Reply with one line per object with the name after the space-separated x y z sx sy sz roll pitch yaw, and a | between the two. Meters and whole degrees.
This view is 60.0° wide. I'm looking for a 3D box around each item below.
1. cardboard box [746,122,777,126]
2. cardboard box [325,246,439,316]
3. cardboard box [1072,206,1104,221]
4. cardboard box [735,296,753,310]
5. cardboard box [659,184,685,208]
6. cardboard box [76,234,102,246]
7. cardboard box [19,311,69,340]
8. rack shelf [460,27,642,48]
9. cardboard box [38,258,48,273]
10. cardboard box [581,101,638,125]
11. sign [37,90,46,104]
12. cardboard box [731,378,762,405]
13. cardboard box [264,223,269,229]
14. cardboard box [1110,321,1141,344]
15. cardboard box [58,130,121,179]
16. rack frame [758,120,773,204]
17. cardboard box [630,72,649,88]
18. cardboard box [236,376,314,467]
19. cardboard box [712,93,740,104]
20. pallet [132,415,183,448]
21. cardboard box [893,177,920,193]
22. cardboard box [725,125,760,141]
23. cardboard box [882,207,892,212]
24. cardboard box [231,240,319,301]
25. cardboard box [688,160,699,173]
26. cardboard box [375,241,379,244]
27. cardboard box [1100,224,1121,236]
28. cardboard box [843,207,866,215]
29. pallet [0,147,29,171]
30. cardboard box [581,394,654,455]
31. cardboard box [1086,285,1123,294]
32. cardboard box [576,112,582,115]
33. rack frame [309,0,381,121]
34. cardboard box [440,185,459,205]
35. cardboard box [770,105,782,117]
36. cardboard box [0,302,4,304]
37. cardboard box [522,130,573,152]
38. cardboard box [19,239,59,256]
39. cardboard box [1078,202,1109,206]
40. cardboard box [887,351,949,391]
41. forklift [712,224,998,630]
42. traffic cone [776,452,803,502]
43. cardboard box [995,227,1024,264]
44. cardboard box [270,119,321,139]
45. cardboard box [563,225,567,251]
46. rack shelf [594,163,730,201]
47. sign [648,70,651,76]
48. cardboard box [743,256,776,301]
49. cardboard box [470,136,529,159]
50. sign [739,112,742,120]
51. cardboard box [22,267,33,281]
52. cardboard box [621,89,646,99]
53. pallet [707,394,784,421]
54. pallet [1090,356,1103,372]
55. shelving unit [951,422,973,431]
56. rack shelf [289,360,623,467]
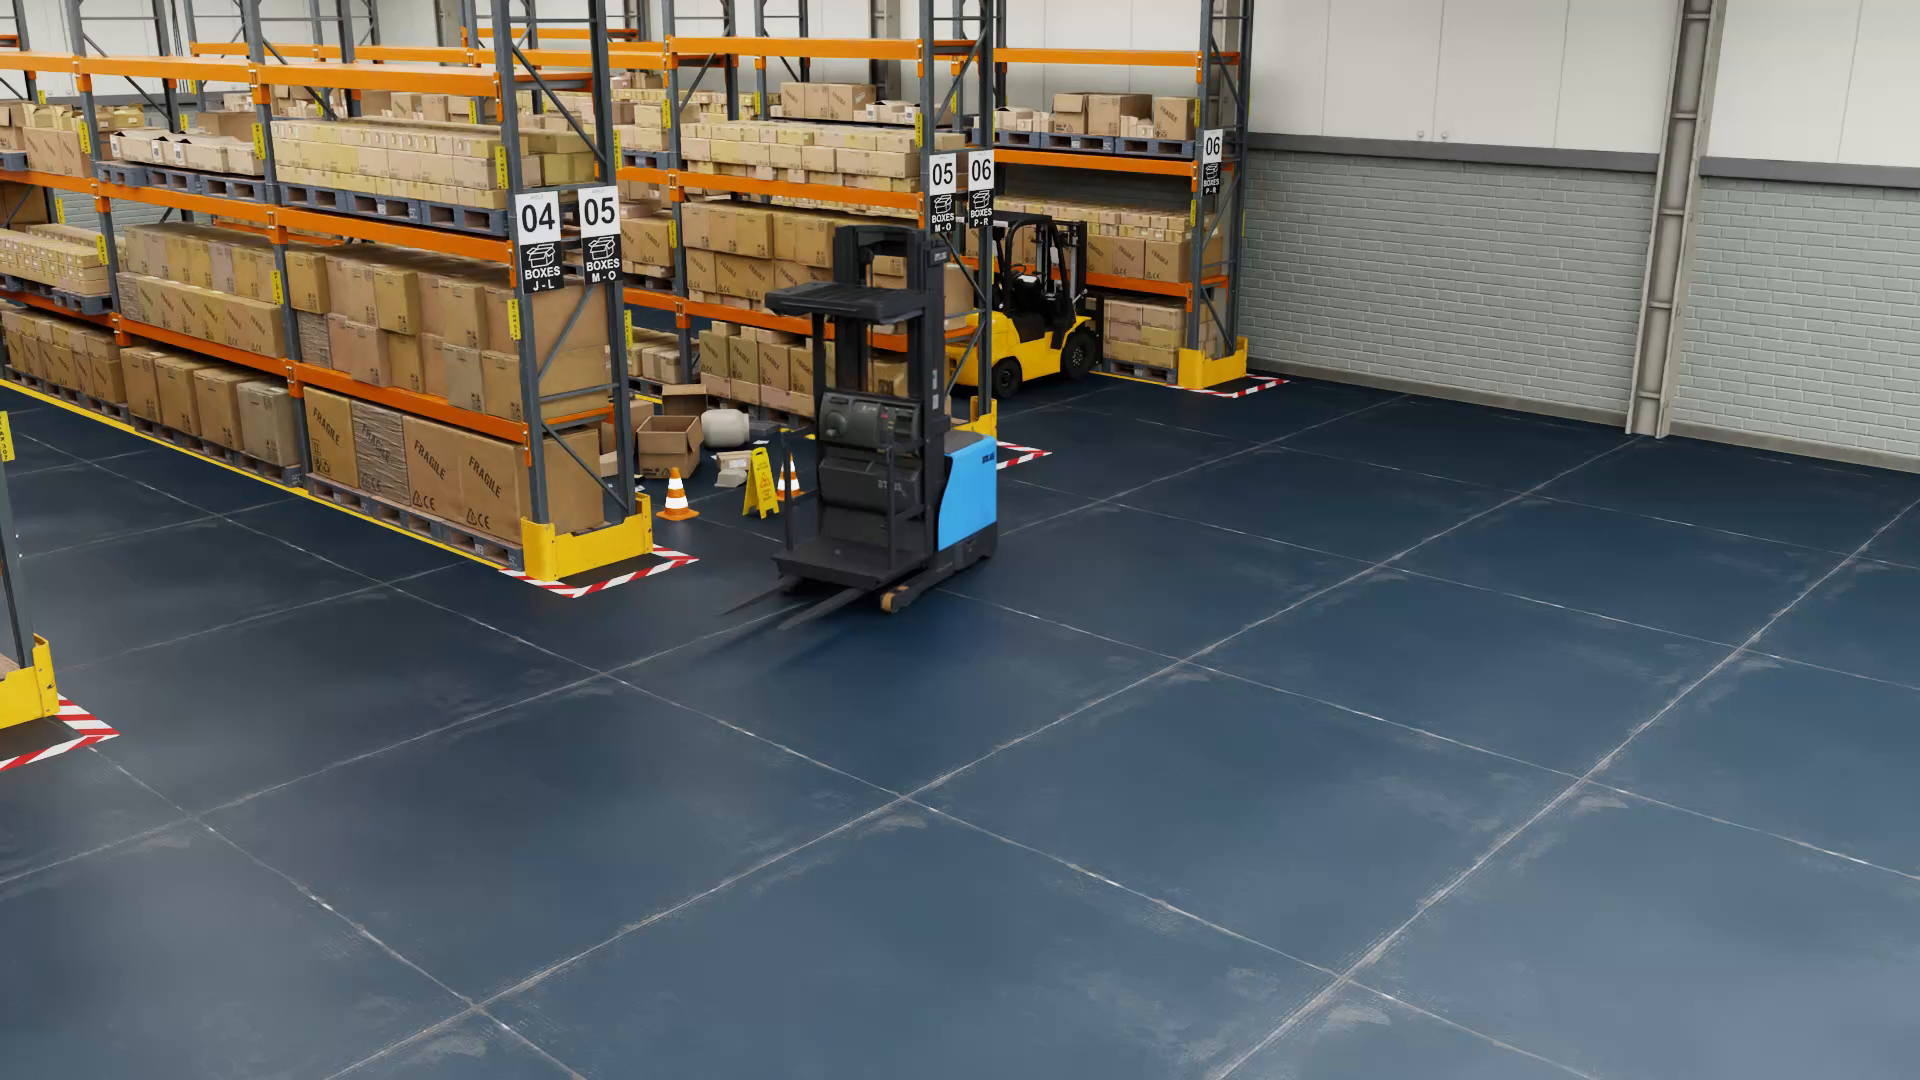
-2.259 -4.753 19.268 0.250 0.149 0.380 16 23 41 | cardboard box
-5.490 -2.465 15.886 0.550 0.550 0.875 15 23 39 | cardboard box
1.703 -4.335 22.082 0.250 0.149 0.380 15 23 40 | cardboard box
-2.395 -2.786 19.347 0.250 0.149 0.380 16 24 41 | cardboard box
-4.525 -5.753 27.422 0.500 0.500 0.700 15 23 39 | cardboard box
-10.608 -3.663 20.431 0.250 0.149 0.380 15 23 39 | cardboard box
-11.438 -2.702 20.866 0.500 0.250 0.500 16 24 41 | cardboard box
-7.209 -8.831 29.257 4.000 0.370 1.077 15 23 39 | rack shelf
-10.666 -3.272 19.693 0.250 0.149 0.380 15 23 39 | cardboard box
-4.317 -5.269 20.523 0.500 0.250 0.500 16 23 40 | cardboard box
-11.849 -5.641 21.463 0.005 0.325 0.100 15 23 39 | sign
-2.353 -1.790 19.645 0.500 0.250 0.500 17 24 42 | cardboard box
-10.677 -5.182 26.316 0.500 0.500 0.500 16 24 41 | cardboard box
2.323 -2.763 21.885 0.500 0.250 0.500 15 23 39 | cardboard box
-9.819 -4.382 18.837 0.500 0.500 0.500 15 23 39 | cardboard box
-2.721 -5.112 26.259 0.127 3.000 1.000 15 23 39 | rack frame
-5.439 -7.766 28.043 0.258 0.266 0.396 15 23 38 | cardboard box
-6.755 -1.277 17.200 0.750 0.750 1.050 15 23 39 | cardboard box
-3.696 -6.983 26.295 0.250 0.149 0.380 15 23 38 | cardboard box
-8.684 -1.343 18.995 1.213 0.211 1.003 15 23 39 | pallet
-0.482 -3.700 17.268 0.250 0.149 0.380 15 23 39 | cardboard box
-2.418 -4.578 18.717 0.250 0.149 0.380 15 23 39 | cardboard box
-0.925 -4.882 24.298 0.250 0.149 0.380 14 23 38 | cardboard box
-6.993 -2.770 17.063 0.500 0.500 0.700 15 23 38 | cardboard box
-2.950 -4.375 19.396 0.250 0.149 0.380 15 23 38 | cardboard box
-8.463 -4.468 24.479 0.500 0.250 0.500 14 23 38 | cardboard box
2.044 -4.074 21.753 0.250 0.149 0.380 14 22 38 | cardboard box
-1.399 -4.827 24.785 0.500 0.250 0.500 15 23 40 | cardboard box
-11.046 -4.635 20.110 1.003 0.211 1.213 15 23 39 | pallet
-3.729 -1.222 17.906 0.503 0.637 0.797 15 23 39 | cardboard box
1.907 -3.318 22.805 0.500 0.250 0.500 14 23 38 | cardboard box
-6.359 -7.280 28.548 0.250 0.149 0.380 15 23 39 | cardboard box
-9.005 -7.650 24.342 0.127 3.000 1.000 15 23 39 | rack frame
-4.094 -2.891 13.861 0.250 0.149 0.380 15 23 40 | cardboard box
-2.662 -6.539 25.325 0.250 0.166 0.380 15 23 39 | cardboard box
-13.702 -3.257 23.452 0.250 0.149 0.380 14 22 37 | cardboard box
-3.465 -3.369 14.047 0.250 0.149 0.380 15 23 40 | cardboard box
-11.054 -3.519 19.978 0.250 0.149 0.380 16 24 41 | cardboard box
1.815 -4.489 22.568 0.250 0.149 0.380 16 24 41 | cardboard box
-0.468 -1.858 18.618 0.500 0.500 0.500 14 22 37 | cardboard box
-0.839 -0.968 13.317 1.130 2.935 3.031 10 20 28 | forklift
-1.690 -0.647 16.387 0.334 0.463 0.336 15 23 39 | traffic cone
0.830 -4.107 22.929 0.500 0.500 0.500 16 23 40 | cardboard box
-6.185 -3.832 15.507 0.250 0.149 0.380 15 23 40 | cardboard box
-5.034 -4.027 21.489 0.500 0.500 0.500 16 23 40 | cardboard box
-4.517 -4.673 21.108 4.000 0.370 1.077 15 23 39 | rack shelf
-5.347 -7.905 28.596 0.005 0.325 0.100 15 23 39 | sign
-2.119 -3.023 19.023 0.500 0.500 0.500 15 23 39 | cardboard box
-3.717 -3.170 13.420 0.250 0.149 0.380 15 23 40 | cardboard box
-2.667 -4.985 20.048 0.005 0.325 0.100 15 23 39 | sign
-11.059 -3.236 20.070 0.250 0.149 0.380 14 22 37 | cardboard box
-5.372 -7.357 27.440 0.250 0.149 0.380 14 23 38 | cardboard box
-2.496 -1.729 20.210 1.213 0.211 1.003 15 23 39 | pallet
1.754 -2.565 22.846 1.213 0.211 1.003 15 23 39 | pallet
-0.040 -0.512 14.987 0.252 1.050 0.215 15 23 39 | shelving unit
-4.736 -1.300 15.438 4.000 0.370 1.077 15 23 39 | rack shelf
